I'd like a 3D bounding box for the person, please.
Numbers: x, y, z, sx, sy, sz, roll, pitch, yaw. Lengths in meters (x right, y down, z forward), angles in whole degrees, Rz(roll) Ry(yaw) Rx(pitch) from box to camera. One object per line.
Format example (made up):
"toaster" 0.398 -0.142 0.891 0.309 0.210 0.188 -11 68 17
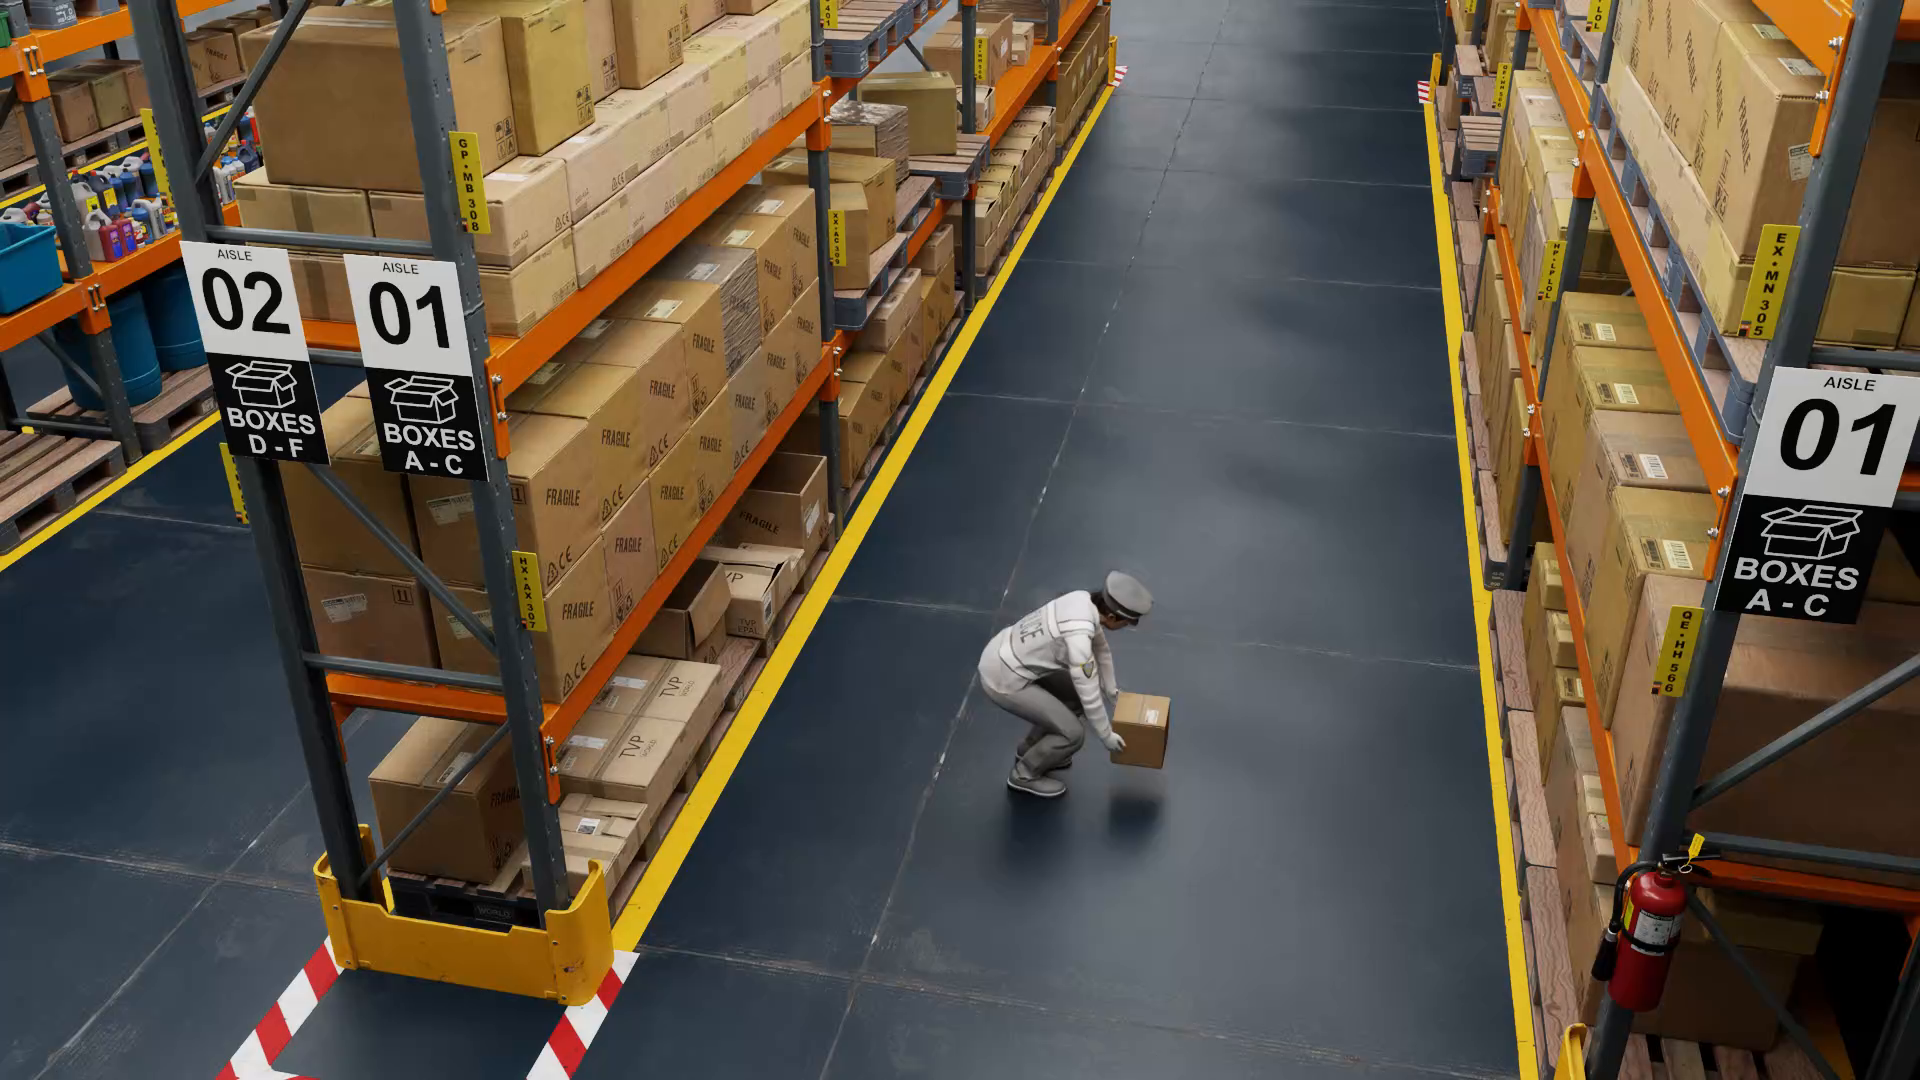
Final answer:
"person" 0.499 0.658 7.971 0.802 1.139 0.516 6 30 10
